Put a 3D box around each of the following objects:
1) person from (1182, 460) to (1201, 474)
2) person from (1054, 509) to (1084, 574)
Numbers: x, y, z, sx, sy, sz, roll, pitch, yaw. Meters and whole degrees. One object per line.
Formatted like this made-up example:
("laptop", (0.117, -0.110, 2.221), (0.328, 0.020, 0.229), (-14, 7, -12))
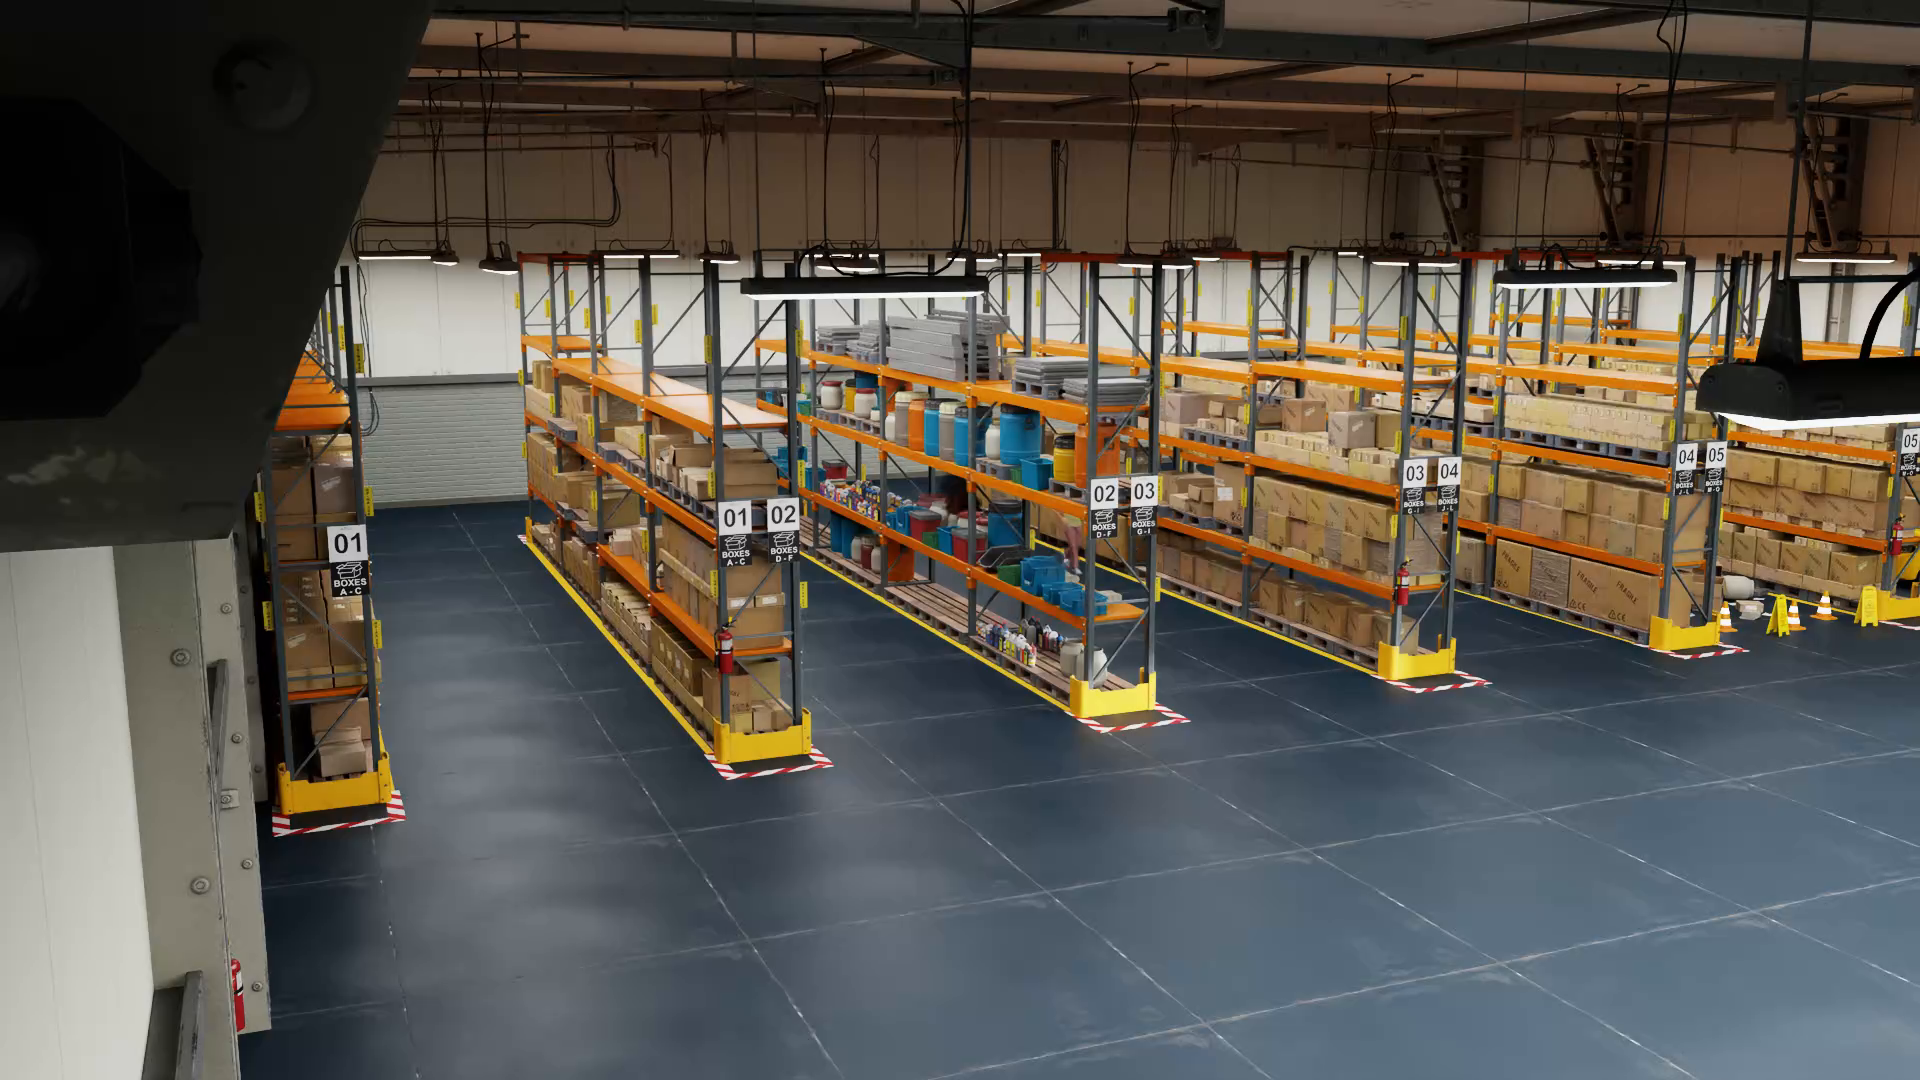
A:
("person", (5.780, -2.089, 41.627), (0.806, 1.771, 0.673), (4, 11, 20))
("person", (2.027, -0.244, 30.246), (0.579, 1.661, 0.685), (-5, 11, -25))
